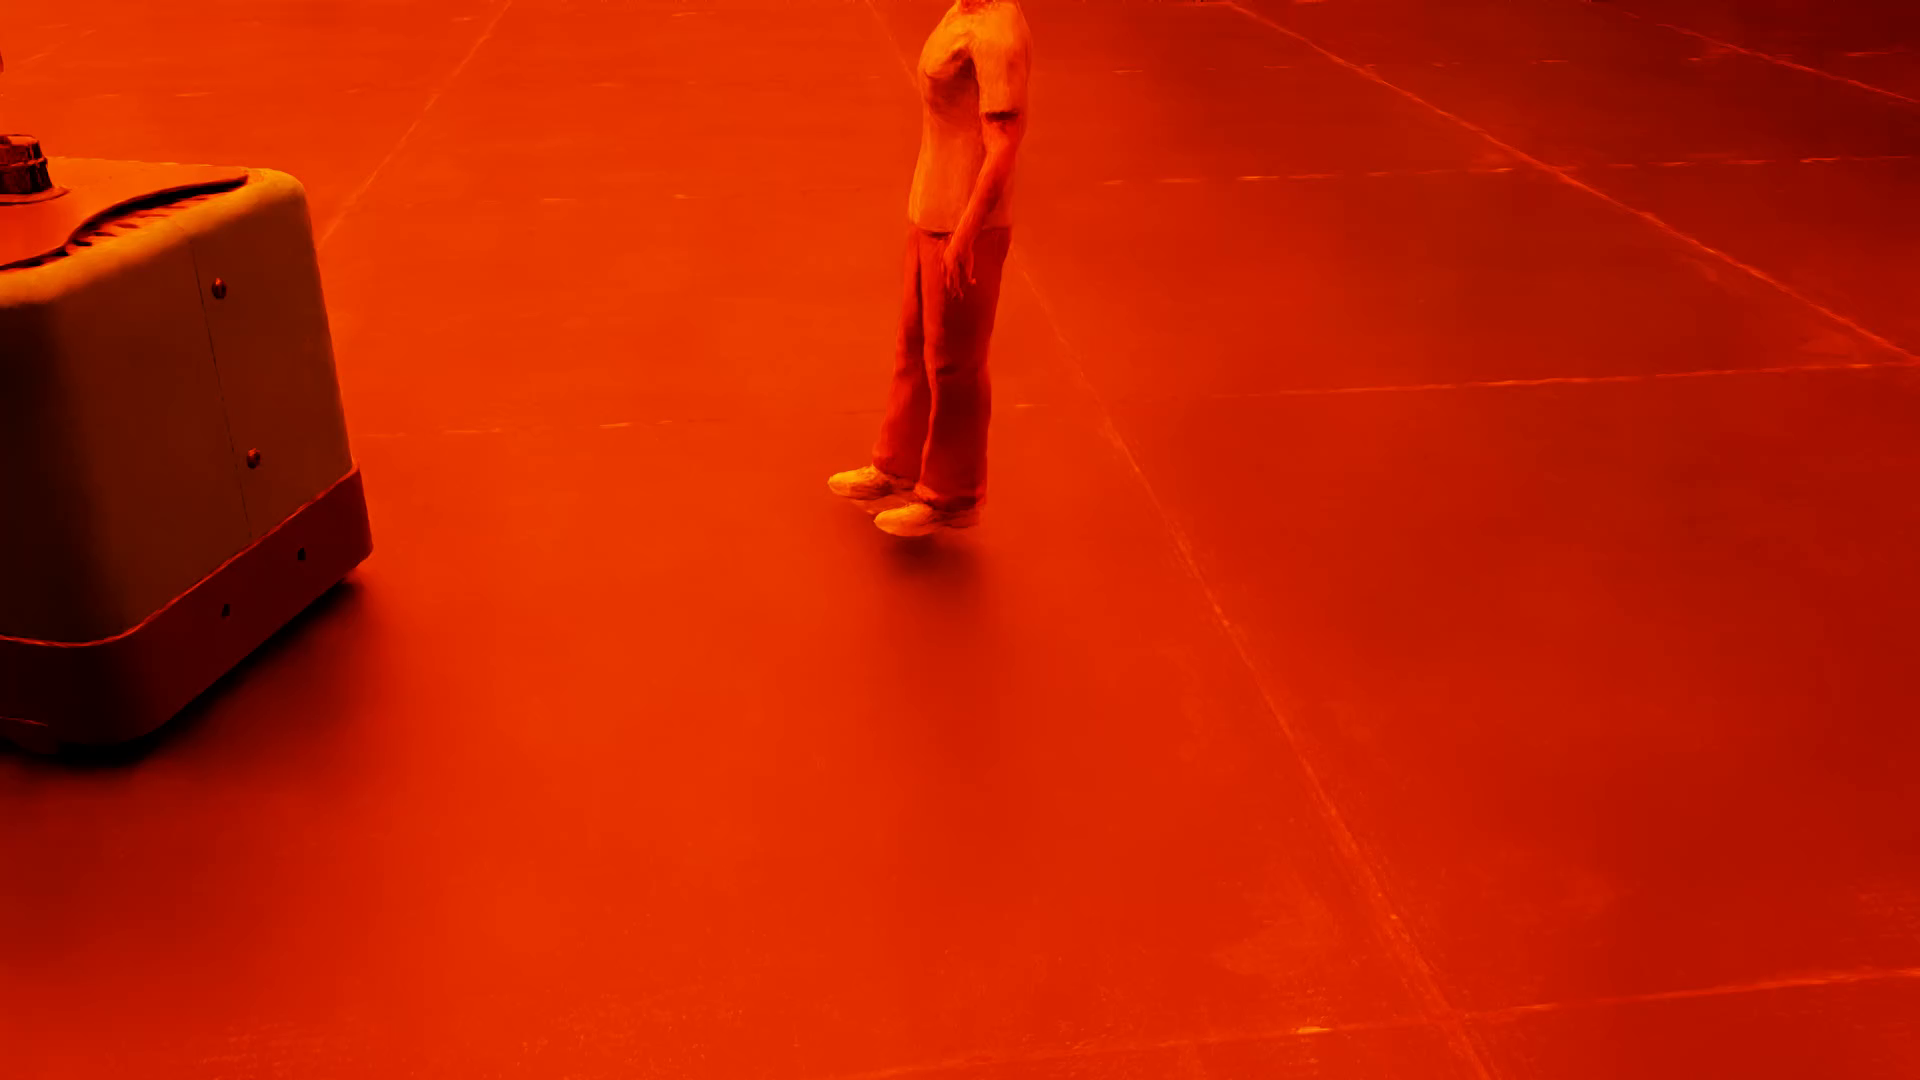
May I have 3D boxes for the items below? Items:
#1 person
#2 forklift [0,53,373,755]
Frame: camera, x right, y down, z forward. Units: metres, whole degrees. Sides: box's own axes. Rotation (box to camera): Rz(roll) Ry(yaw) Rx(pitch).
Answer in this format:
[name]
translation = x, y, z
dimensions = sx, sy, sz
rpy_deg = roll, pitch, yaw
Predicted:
[person]
translation = -0.074, -0.798, 4.223
dimensions = 0.549, 1.673, 0.554
rpy_deg = -3, 26, -7
[forklift]
translation = -3.117, -1.176, 3.670
dimensions = 3.031, 2.935, 1.130
rpy_deg = 6, 26, 11
